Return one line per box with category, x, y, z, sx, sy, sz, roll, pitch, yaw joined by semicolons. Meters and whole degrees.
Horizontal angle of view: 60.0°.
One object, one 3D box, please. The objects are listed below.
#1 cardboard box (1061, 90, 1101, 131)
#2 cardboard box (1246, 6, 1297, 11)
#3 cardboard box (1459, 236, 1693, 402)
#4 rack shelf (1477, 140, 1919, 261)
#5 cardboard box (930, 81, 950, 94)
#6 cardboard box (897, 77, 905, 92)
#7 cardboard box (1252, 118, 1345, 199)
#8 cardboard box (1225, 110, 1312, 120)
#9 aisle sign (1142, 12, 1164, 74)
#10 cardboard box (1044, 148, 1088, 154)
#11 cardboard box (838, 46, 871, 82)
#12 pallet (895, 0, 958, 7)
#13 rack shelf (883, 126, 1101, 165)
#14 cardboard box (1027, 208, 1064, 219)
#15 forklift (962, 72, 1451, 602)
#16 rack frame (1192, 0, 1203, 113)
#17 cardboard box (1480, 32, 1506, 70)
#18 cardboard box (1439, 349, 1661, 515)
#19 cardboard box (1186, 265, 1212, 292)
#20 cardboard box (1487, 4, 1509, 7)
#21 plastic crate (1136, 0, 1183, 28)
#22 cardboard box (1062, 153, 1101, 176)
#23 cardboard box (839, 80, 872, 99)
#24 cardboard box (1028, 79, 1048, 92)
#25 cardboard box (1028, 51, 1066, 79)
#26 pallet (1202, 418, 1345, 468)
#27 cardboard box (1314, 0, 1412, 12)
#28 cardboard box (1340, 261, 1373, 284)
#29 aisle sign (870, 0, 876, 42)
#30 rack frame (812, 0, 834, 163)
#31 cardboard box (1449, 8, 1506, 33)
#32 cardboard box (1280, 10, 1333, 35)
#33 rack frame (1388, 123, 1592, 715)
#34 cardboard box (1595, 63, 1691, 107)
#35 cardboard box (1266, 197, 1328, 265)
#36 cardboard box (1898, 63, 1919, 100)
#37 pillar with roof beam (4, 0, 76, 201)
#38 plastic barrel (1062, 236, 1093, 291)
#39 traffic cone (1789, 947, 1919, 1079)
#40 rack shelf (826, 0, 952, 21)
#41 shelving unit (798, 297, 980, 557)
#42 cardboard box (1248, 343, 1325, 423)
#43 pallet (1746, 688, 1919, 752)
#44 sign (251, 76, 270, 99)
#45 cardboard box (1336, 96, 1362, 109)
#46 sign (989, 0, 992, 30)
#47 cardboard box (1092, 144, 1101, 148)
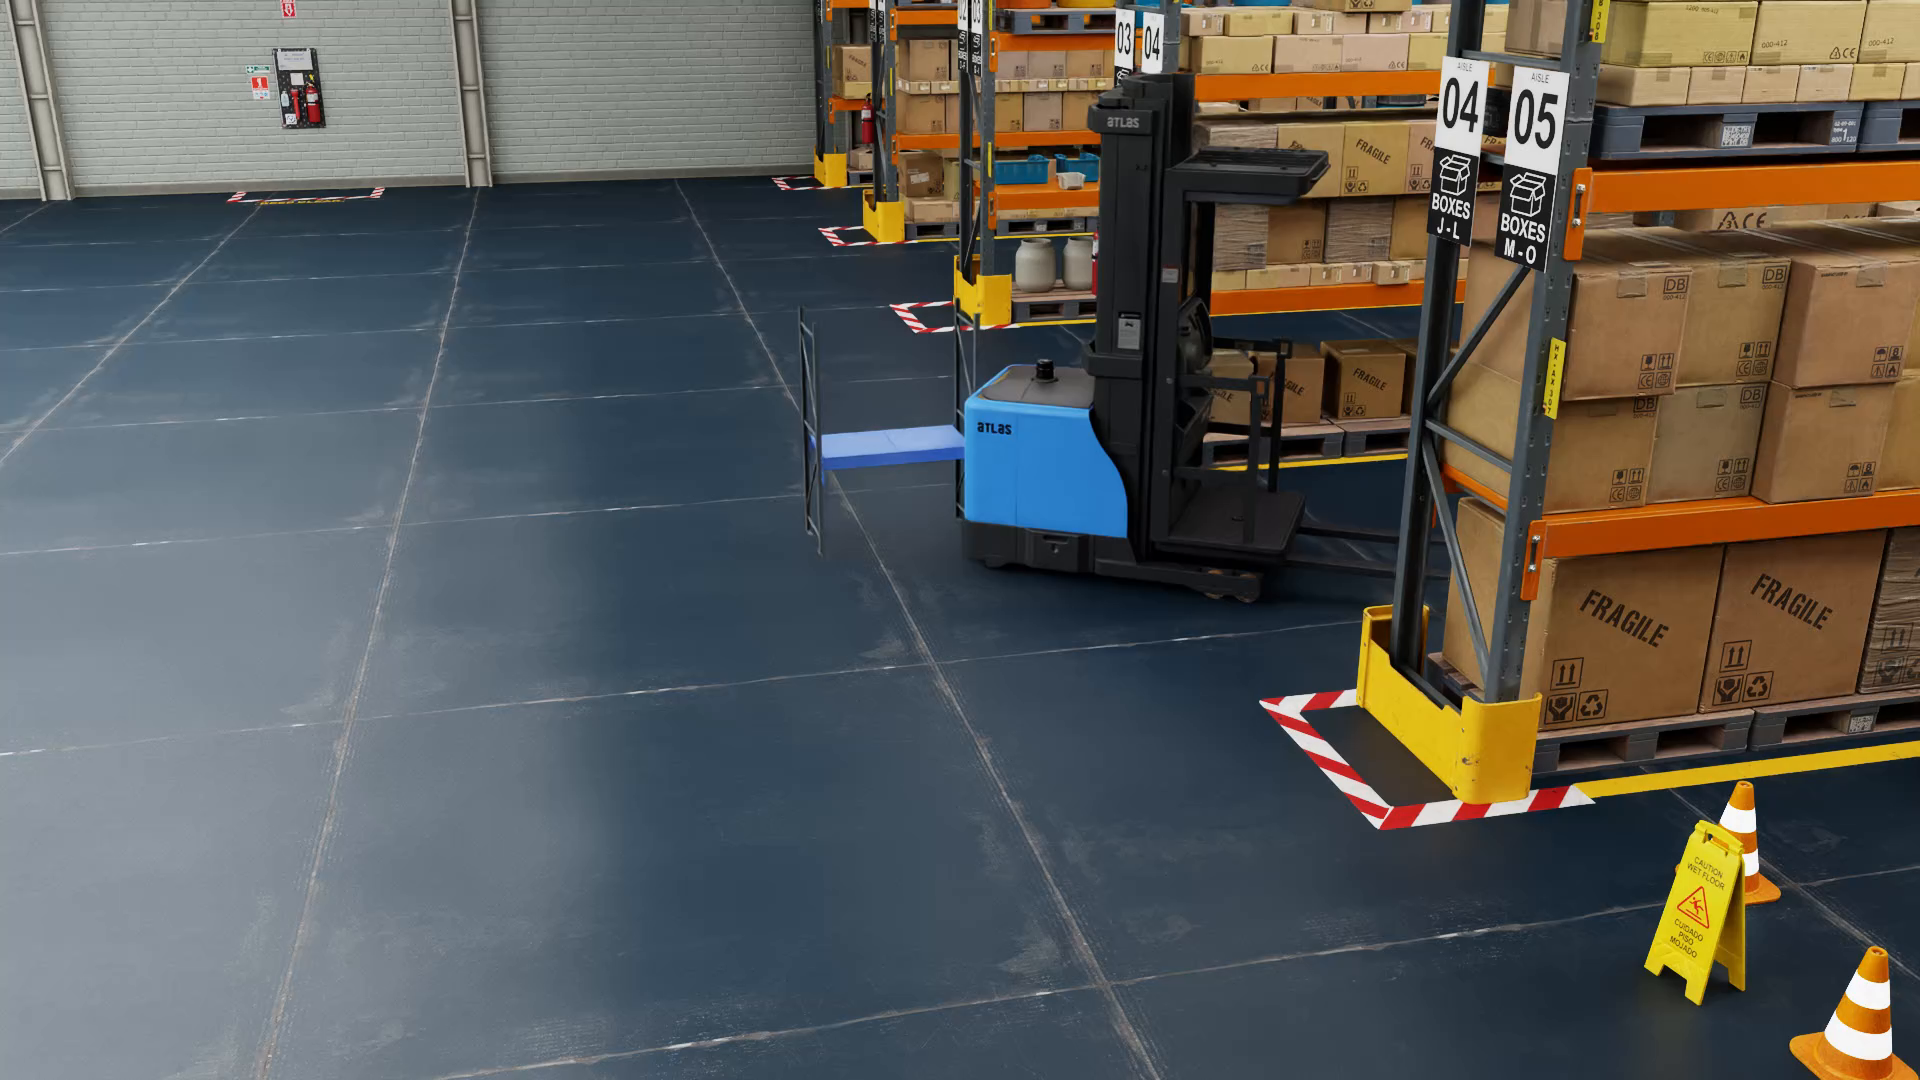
cardboard box;1.490;-5.643;21.712;0.500;0.500;0.700;-4;21;-12
cardboard box;2.263;-3.801;12.109;0.250;0.149;0.380;-5;21;-12
cardboard box;2.717;-1.008;7.417;0.550;0.550;0.875;-5;21;-12
rack shelf;4.294;-1.643;7.624;4.000;0.370;1.077;-5;21;-12
cardboard box;-0.284;-5.731;21.010;0.250;0.149;0.380;-5;21;-14
cardboard box;-0.644;-5.844;21.319;0.250;0.149;0.380;-5;21;-13
cardboard box;2.390;-2.728;11.869;0.500;0.500;0.500;-5;21;-12
cardboard box;2.268;-2.906;12.356;0.500;0.500;0.500;-5;21;-12
aisle sign;1.313;-3.198;11.403;0.004;0.787;0.394;-5;21;-12
cardboard box;1.425;-4.962;22.297;0.500;0.500;0.500;-5;21;-12
cardboard box;-1.581;-7.285;25.439;0.500;0.500;0.500;-5;21;-12
pallet;-0.278;-6.813;20.819;1.213;0.211;1.003;-5;21;-12
rack shelf;0.975;-5.219;21.747;4.000;0.370;1.077;-5;21;-12
cardboard box;1.062;-4.391;21.827;0.500;0.250;0.500;-5;21;-12
forklift;1.587;-1.214;9.866;3.031;2.935;1.130;6;21;17
rack frame;2.921;-5.715;22.055;0.127;3.000;1.000;-5;21;-12
cardboard box;3.808;-3.533;11.957;0.500;0.250;0.500;-5;21;-13
cardboard box;2.698;-0.529;7.680;0.550;0.550;0.875;-5;21;-12
cardboard box;1.636;-1.907;12.025;0.250;0.149;0.380;-5;21;-12
cardboard box;4.068;-3.909;12.403;0.250;0.149;0.380;-4;21;-11
plastic crate;1.951;-5.393;16.838;0.575;0.384;0.392;-5;21;-12
cardboard box;1.545;-4.787;21.818;0.500;0.500;0.500;-5;21;-12
cardboard box;-1.567;-6.928;25.555;0.500;0.250;0.500;-5;21;-14
cardboard box;0.956;-5.830;21.282;0.250;0.149;0.380;-4;21;-12
cardboard box;1.025;-6.215;21.388;0.500;0.500;0.700;-5;21;-12
pallet;2.177;-0.831;12.777;1.213;0.211;1.003;-5;21;-12
cardboard box;2.811;-3.939;11.542;0.500;0.500;0.500;-5;21;-13
cardboard box;2.851;-2.008;12.301;0.250;0.149;0.380;-5;21;-12
aisle sign;-1.103;-6.712;20.998;0.004;0.787;0.394;-5;21;-12
rack frame;-2.115;-7.056;25.717;0.127;3.000;1.000;-5;21;-12
cardboard box;3.666;-3.696;11.820;0.250;0.149;0.380;-4;20;-10
cardboard box;2.399;-3.599;11.556;0.250;0.149;0.380;-4;20;-10
rack frame;2.347;-0.414;7.584;0.127;3.000;1.000;-5;21;-12
cardboard box;2.755;-1.868;6.803;0.250;0.149;0.380;-4;21;-12
cardboard box;2.305;-2.383;12.381;0.500;0.500;0.875;-5;21;-12
cardboard box;3.983;-1.968;7.075;0.250;0.149;0.380;-5;21;-13
pillar with roof beam;-12.320;-7.827;19.100;0.400;9.000;9.100;-5;21;-12
plastic barrel;1.275;-2.887;17.340;0.421;0.512;0.421;0;20;0
traffic cone;3.120;1.616;5.731;0.334;0.463;0.336;-5;21;-12
rack shelf;-0.169;-8.285;25.757;4.000;0.370;1.077;-5;21;-12
shelving unit;-0.447;-0.730;10.627;1.048;1.500;0.538;-5;21;-15
cardboard box;2.490;-1.208;12.776;0.500;0.500;0.500;1;20;2
pallet;4.292;0.711;8.568;1.213;0.211;1.003;-5;21;-12
sign;-10.448;-6.751;24.832;0.234;0.329;0.001;-5;21;-12
cardboard box;5.184;-5.940;22.525;0.500;0.500;0.500;-6;21;-15
sign;0.287;-4.968;15.643;0.005;0.325;0.100;-5;21;-12
cardboard box;2.490;-6.470;27.110;0.500;0.500;0.700;-4;20;-11
